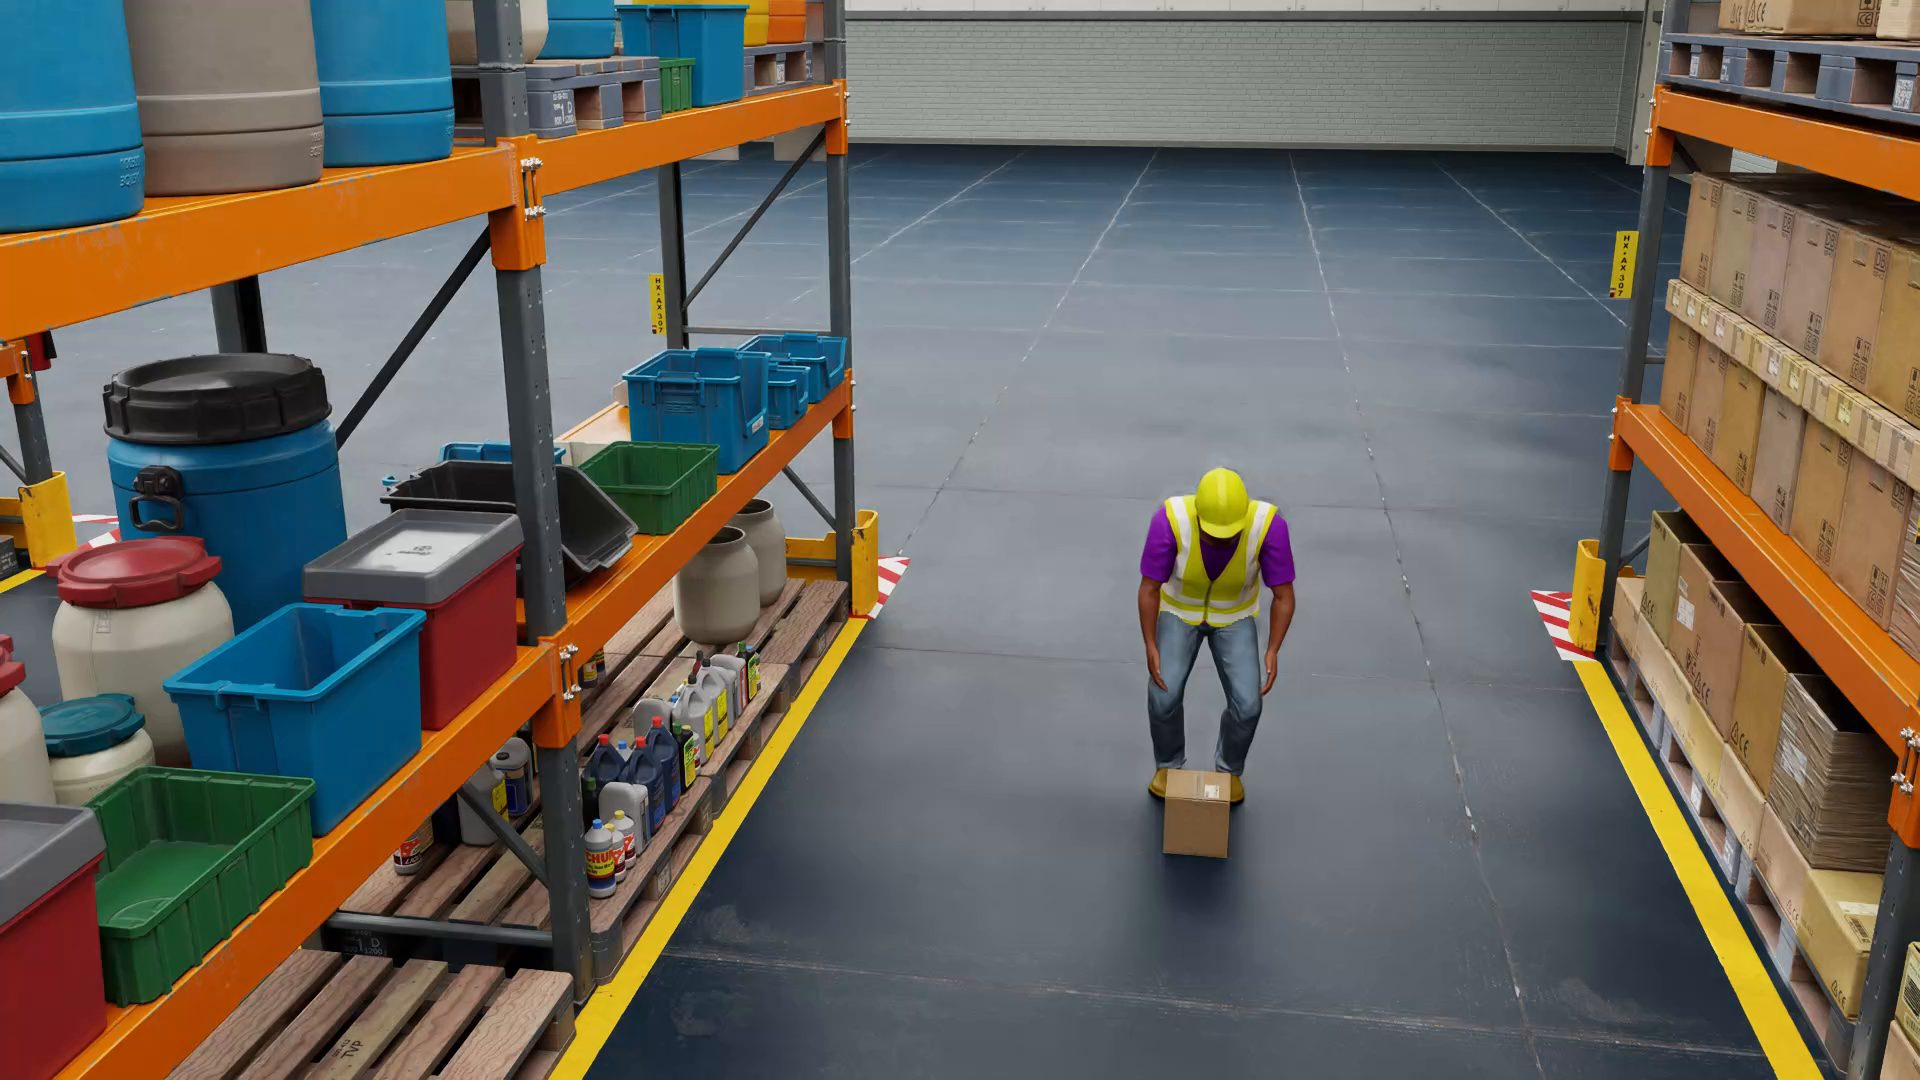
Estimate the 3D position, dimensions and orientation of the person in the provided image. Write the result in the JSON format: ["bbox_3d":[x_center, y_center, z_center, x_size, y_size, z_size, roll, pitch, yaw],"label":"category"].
[{"bbox_3d":[1.046,0.369,6.825,0.629,1.485,0.709,3,18,10],"label":"person"}]
